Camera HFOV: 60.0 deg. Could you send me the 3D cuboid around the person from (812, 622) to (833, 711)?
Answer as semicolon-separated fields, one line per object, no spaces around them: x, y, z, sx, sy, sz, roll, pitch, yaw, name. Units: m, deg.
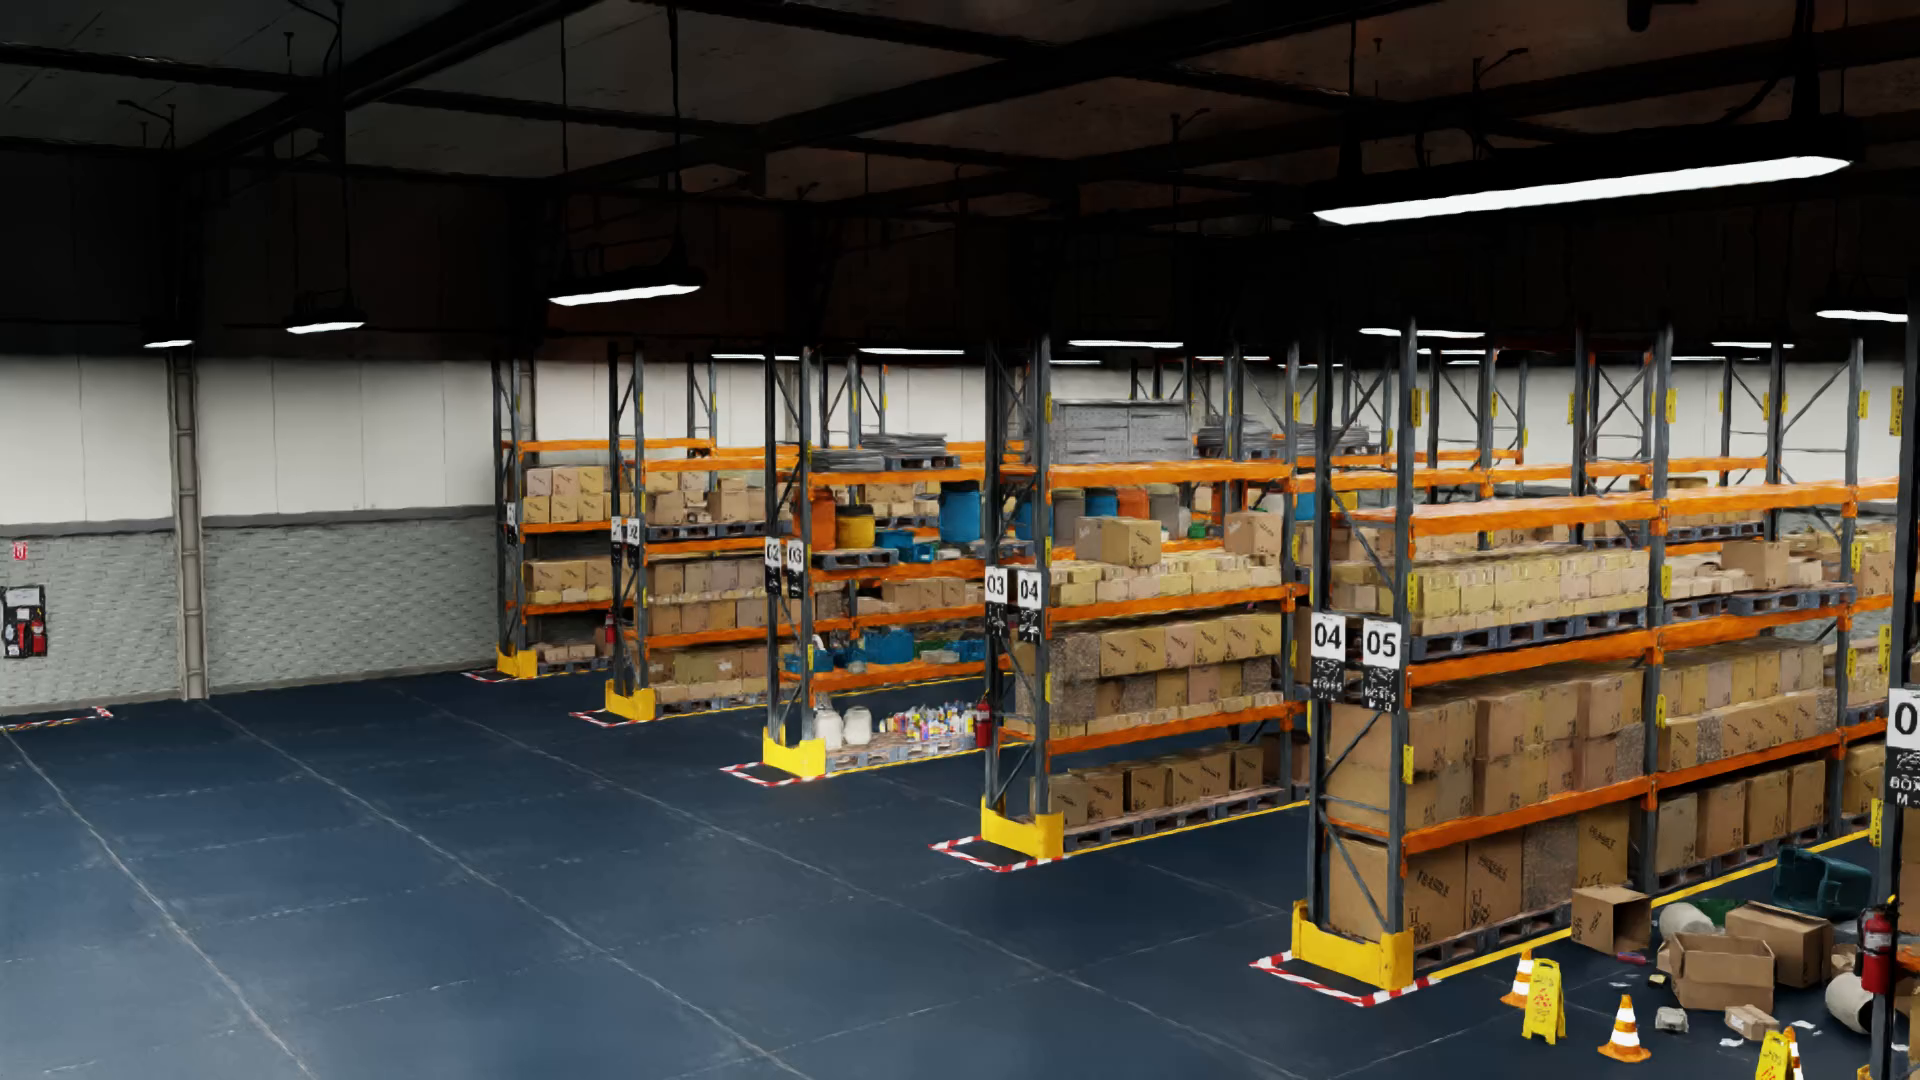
-2.310;2.056;26.741;0.519;1.541;0.566;-4;6;-39;person
